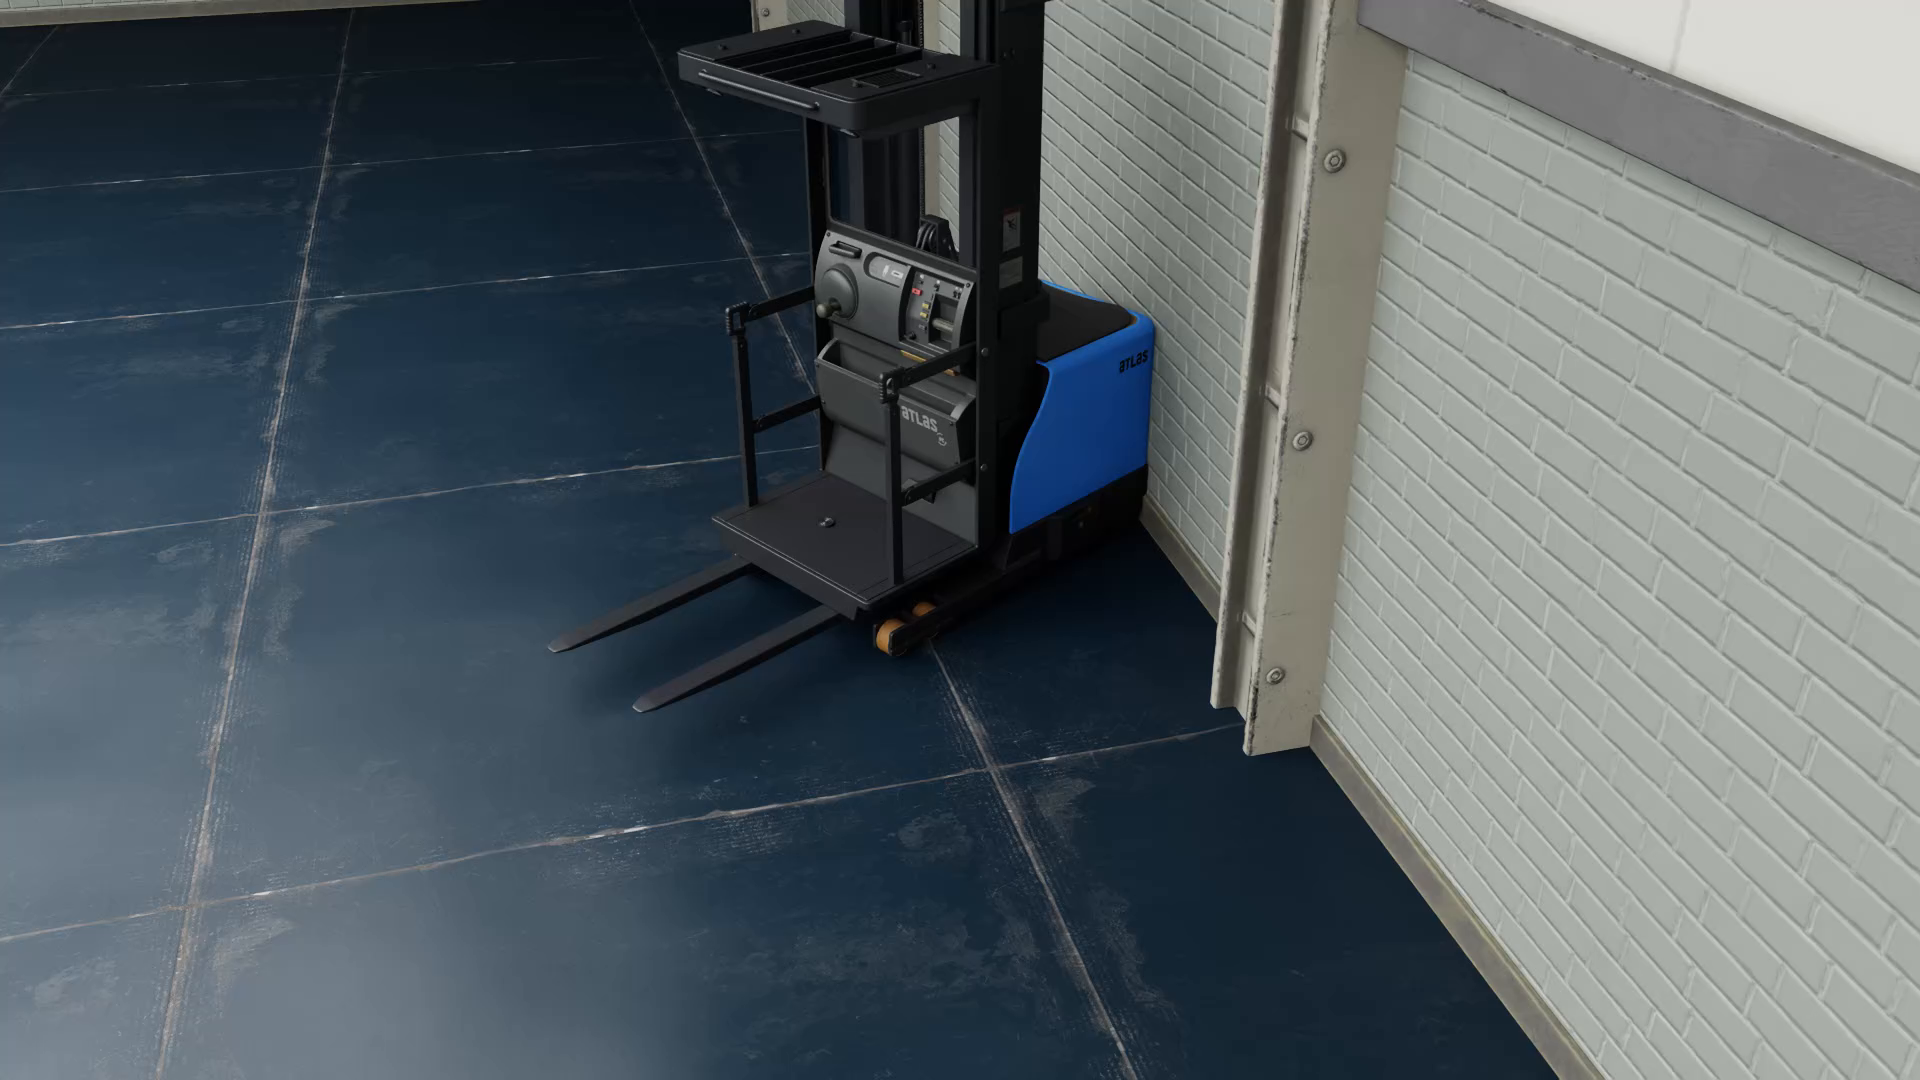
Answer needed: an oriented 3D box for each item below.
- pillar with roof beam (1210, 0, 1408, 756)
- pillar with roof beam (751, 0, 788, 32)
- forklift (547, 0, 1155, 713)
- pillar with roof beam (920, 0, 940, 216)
[{"bbox_3d":[-2.889,-2.562,3.694,9.100,9.000,0.400,-8,31,-13],"label":"pillar with roof beam"},{"bbox_3d":[-6.074,-8.358,13.707,9.100,9.000,0.400,-8,31,-13],"label":"pillar with roof beam"},{"bbox_3d":[-0.444,-1.044,7.129,1.130,2.935,3.031,26,39,38],"label":"forklift"},{"bbox_3d":[-4.481,-5.460,8.700,9.100,9.000,0.400,-8,31,-13],"label":"pillar with roof beam"}]
